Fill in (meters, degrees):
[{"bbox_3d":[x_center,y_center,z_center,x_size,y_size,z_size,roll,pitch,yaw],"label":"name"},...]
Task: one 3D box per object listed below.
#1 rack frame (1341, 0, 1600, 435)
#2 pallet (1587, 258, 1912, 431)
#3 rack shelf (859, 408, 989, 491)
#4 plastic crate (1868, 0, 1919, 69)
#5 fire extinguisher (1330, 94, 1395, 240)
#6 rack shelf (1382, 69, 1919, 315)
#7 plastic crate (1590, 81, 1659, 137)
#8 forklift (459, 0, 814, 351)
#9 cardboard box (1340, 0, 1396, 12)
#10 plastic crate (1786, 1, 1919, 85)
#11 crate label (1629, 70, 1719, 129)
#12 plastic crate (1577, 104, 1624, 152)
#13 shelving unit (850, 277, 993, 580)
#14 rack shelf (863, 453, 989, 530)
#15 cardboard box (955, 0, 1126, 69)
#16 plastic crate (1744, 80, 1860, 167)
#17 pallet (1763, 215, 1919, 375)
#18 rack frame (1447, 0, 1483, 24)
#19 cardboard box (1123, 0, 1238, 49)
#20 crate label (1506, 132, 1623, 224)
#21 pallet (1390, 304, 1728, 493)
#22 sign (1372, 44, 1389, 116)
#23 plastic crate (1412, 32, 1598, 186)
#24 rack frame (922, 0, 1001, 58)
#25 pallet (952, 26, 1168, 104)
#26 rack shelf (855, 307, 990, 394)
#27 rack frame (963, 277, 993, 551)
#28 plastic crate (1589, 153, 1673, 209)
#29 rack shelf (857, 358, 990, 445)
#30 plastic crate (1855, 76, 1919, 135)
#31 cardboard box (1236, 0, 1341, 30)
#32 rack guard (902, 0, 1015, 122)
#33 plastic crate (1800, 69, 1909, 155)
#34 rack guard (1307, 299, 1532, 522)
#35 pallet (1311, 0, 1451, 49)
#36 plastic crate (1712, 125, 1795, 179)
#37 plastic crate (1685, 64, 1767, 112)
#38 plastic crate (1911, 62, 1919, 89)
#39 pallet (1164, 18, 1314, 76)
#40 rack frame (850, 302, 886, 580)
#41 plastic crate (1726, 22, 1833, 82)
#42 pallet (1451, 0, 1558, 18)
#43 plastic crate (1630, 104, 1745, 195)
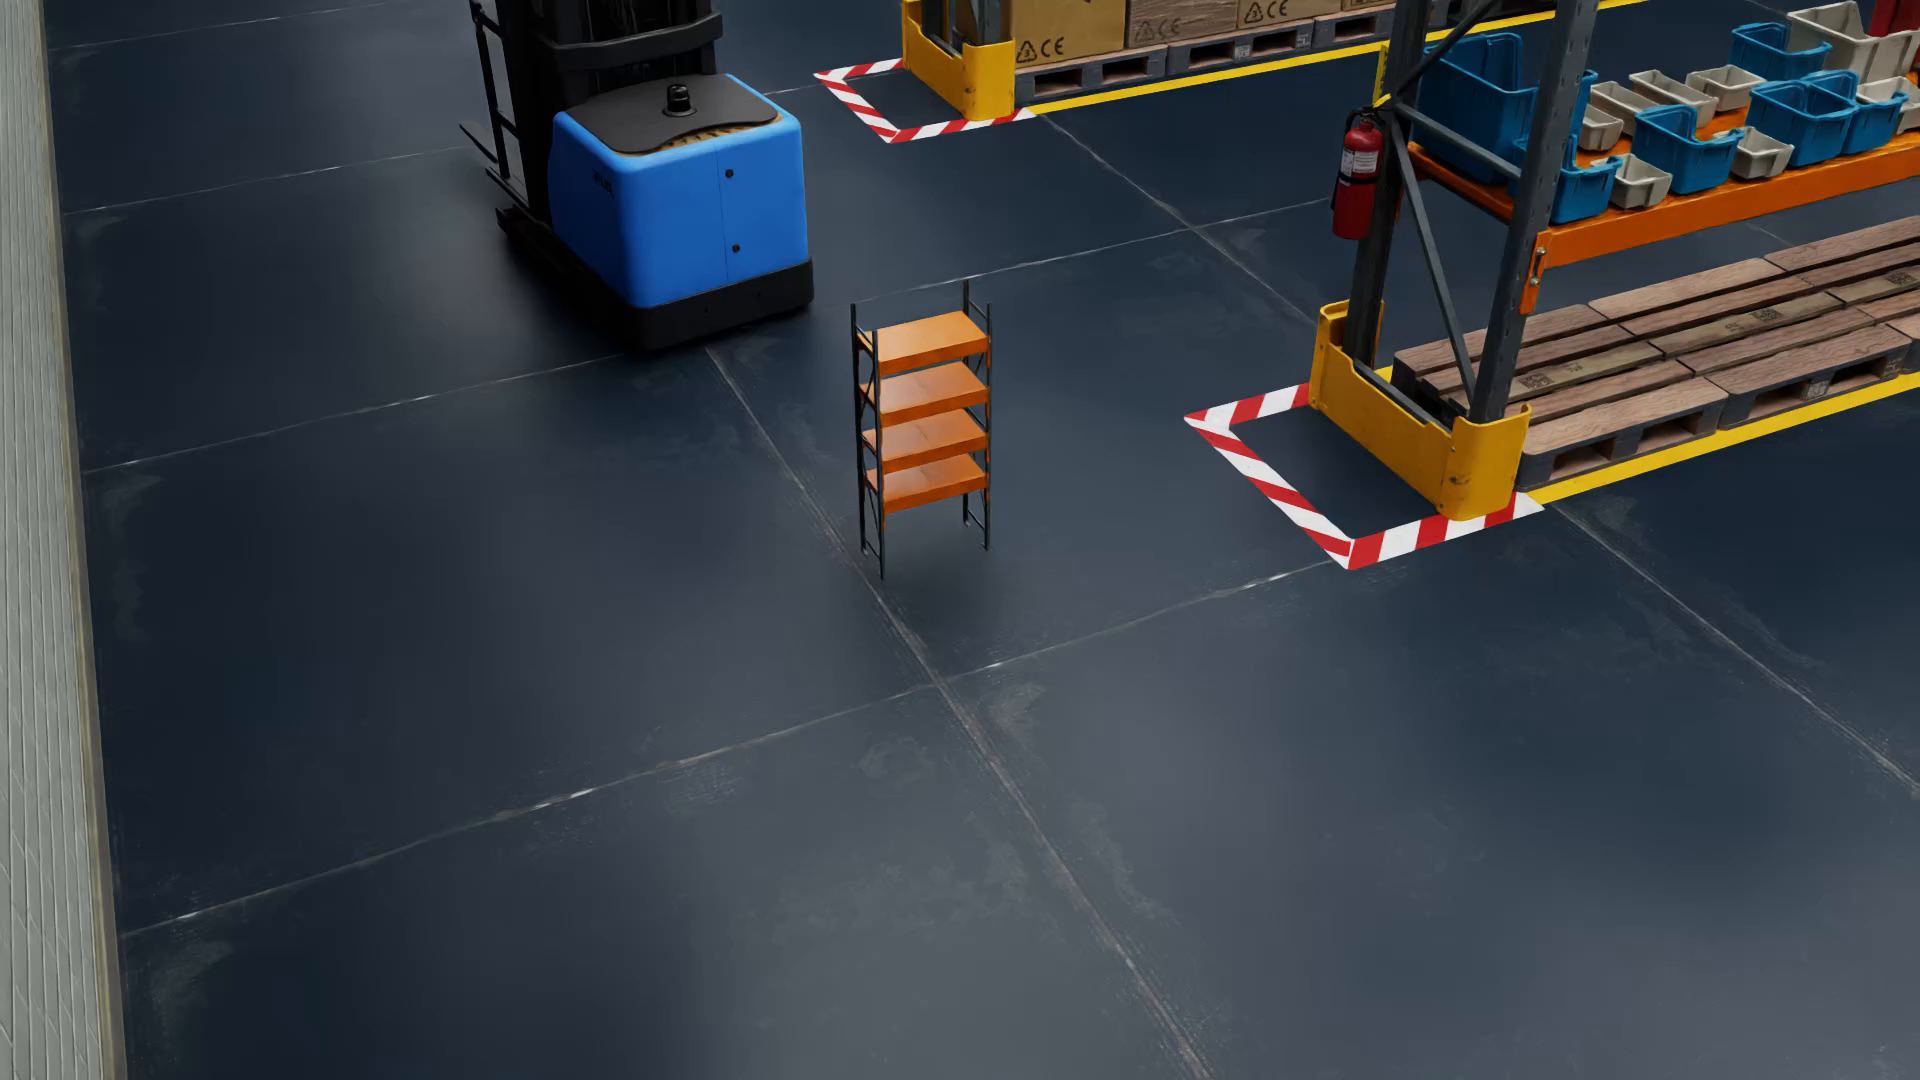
[{"bbox_3d":[2.104,-1.645,6.950,0.127,3.000,1.000,-16,39,-20],"label":"rack frame"},{"bbox_3d":[3.970,-1.019,8.447,1.213,0.211,1.003,-16,39,-20],"label":"pallet"},{"bbox_3d":[-0.150,-0.386,6.876,0.480,0.148,0.258,-16,39,-20],"label":"rack shelf"},{"bbox_3d":[4.810,-2.617,8.156,0.583,0.464,0.402,-16,39,-20],"label":"plastic crate"},{"bbox_3d":[1.774,-1.671,7.363,0.183,0.674,0.296,-16,39,-20],"label":"fire extinguisher"},{"bbox_3d":[3.915,-1.862,7.847,4.000,0.370,1.077,-16,39,-20],"label":"rack shelf"},{"bbox_3d":[3.034,-1.933,7.509,0.243,0.136,0.396,-16,39,-20],"label":"plastic crate"},{"bbox_3d":[-2.014,-2.977,8.803,1.130,2.935,3.031,-22,42,-26],"label":"forklift"},{"bbox_3d":[2.989,-4.520,12.257,0.875,0.875,0.875,-16,39,-20],"label":"cardboard box"},{"bbox_3d":[4.264,-2.347,7.945,0.530,0.282,0.437,-16,39,-20],"label":"plastic crate"},{"bbox_3d":[3.276,-2.017,7.622,0.243,0.136,0.396,-16,39,-20],"label":"crate label"},{"bbox_3d":[2.765,-1.867,7.421,0.243,0.136,0.396,-16,39,-20],"label":"plastic crate"},{"bbox_3d":[-0.150,-0.440,6.836,0.503,1.200,0.258,-16,39,-20],"label":"shelving unit"},{"bbox_3d":[-0.150,-0.226,6.994,0.480,0.148,0.258,-16,39,-20],"label":"rack shelf"},{"bbox_3d":[0.545,-3.837,11.336,0.875,0.875,0.875,-16,39,-20],"label":"cardboard box"},{"bbox_3d":[3.659,-1.820,7.276,0.300,0.233,0.416,-16,39,-20],"label":"plastic crate"},{"bbox_3d":[5.076,-1.331,8.867,1.213,0.211,1.003,-16,39,-20],"label":"pallet"},{"bbox_3d":[3.621,-5.329,11.916,0.127,3.000,1.000,-16,39,-20],"label":"rack frame"},{"bbox_3d":[1.369,-4.067,11.646,0.875,0.875,0.875,-16,39,-20],"label":"cardboard box"},{"bbox_3d":[2.467,-1.487,6.827,0.303,0.233,0.416,-16,39,-20],"label":"crate label"},{"bbox_3d":[2.867,-0.713,8.034,1.213,0.211,1.003,-16,39,-20],"label":"pallet"},{"bbox_3d":[1.856,-2.003,7.296,0.005,0.325,0.100,-16,39,-20],"label":"sign"},{"bbox_3d":[2.328,-1.869,7.172,0.499,0.435,0.616,-16,39,-20],"label":"plastic crate"},{"bbox_3d":[0.000,-4.316,10.551,0.127,3.000,1.000,-16,39,-20],"label":"rack frame"},{"bbox_3d":[0.690,-3.441,11.712,1.213,0.211,1.003,-16,39,-20],"label":"pallet"},{"bbox_3d":[-0.150,-0.756,6.602,0.480,0.148,0.258,-16,39,-20],"label":"rack shelf"},{"bbox_3d":[0.071,-0.502,6.919,0.015,1.200,0.240,-16,39,-20],"label":"rack frame"},{"bbox_3d":[2.793,-1.485,6.905,0.298,0.136,0.250,-16,39,-20],"label":"plastic crate"},{"bbox_3d":[-0.150,-0.566,6.743,0.480,0.148,0.258,-16,39,-20],"label":"rack shelf"},{"bbox_3d":[4.276,-1.973,7.563,0.466,0.136,0.293,-16,39,-20],"label":"plastic crate"},{"bbox_3d":[2.174,-4.292,11.950,0.875,0.875,0.875,-16,39,-20],"label":"cardboard box"},{"bbox_3d":[-0.022,-3.306,11.288,0.348,0.500,1.175,-16,39,-20],"label":"rack guard"},{"bbox_3d":[3.931,-1.896,7.379,0.300,0.233,0.416,-16,39,-20],"label":"plastic crate"},{"bbox_3d":[2.088,-0.628,7.677,0.348,0.500,1.175,-16,39,-20],"label":"rack guard"},{"bbox_3d":[2.899,-4.058,12.544,1.213,0.211,1.003,-16,39,-20],"label":"pallet"},{"bbox_3d":[3.407,-1.657,7.136,0.298,0.136,0.250,-16,39,-20],"label":"plastic crate"},{"bbox_3d":[3.536,-2.102,7.736,0.250,0.136,0.298,-16,39,-20],"label":"plastic crate"},{"bbox_3d":[4.826,-2.143,7.802,0.590,0.125,0.437,-16,39,-20],"label":"plastic crate"},{"bbox_3d":[1.793,-3.747,12.125,1.213,0.211,1.003,-16,39,-20],"label":"pallet"},{"bbox_3d":[-0.371,-0.378,6.753,0.015,1.200,0.240,-16,39,-20],"label":"rack frame"},{"bbox_3d":[3.854,-2.260,7.869,0.300,0.233,0.416,-16,39,-20],"label":"plastic crate"},{"bbox_3d":[4.287,-4.445,13.065,1.213,0.211,1.003,-16,39,-20],"label":"pallet"},{"bbox_3d":[3.063,-1.654,7.052,0.300,0.233,0.416,-16,39,-20],"label":"plastic crate"}]
